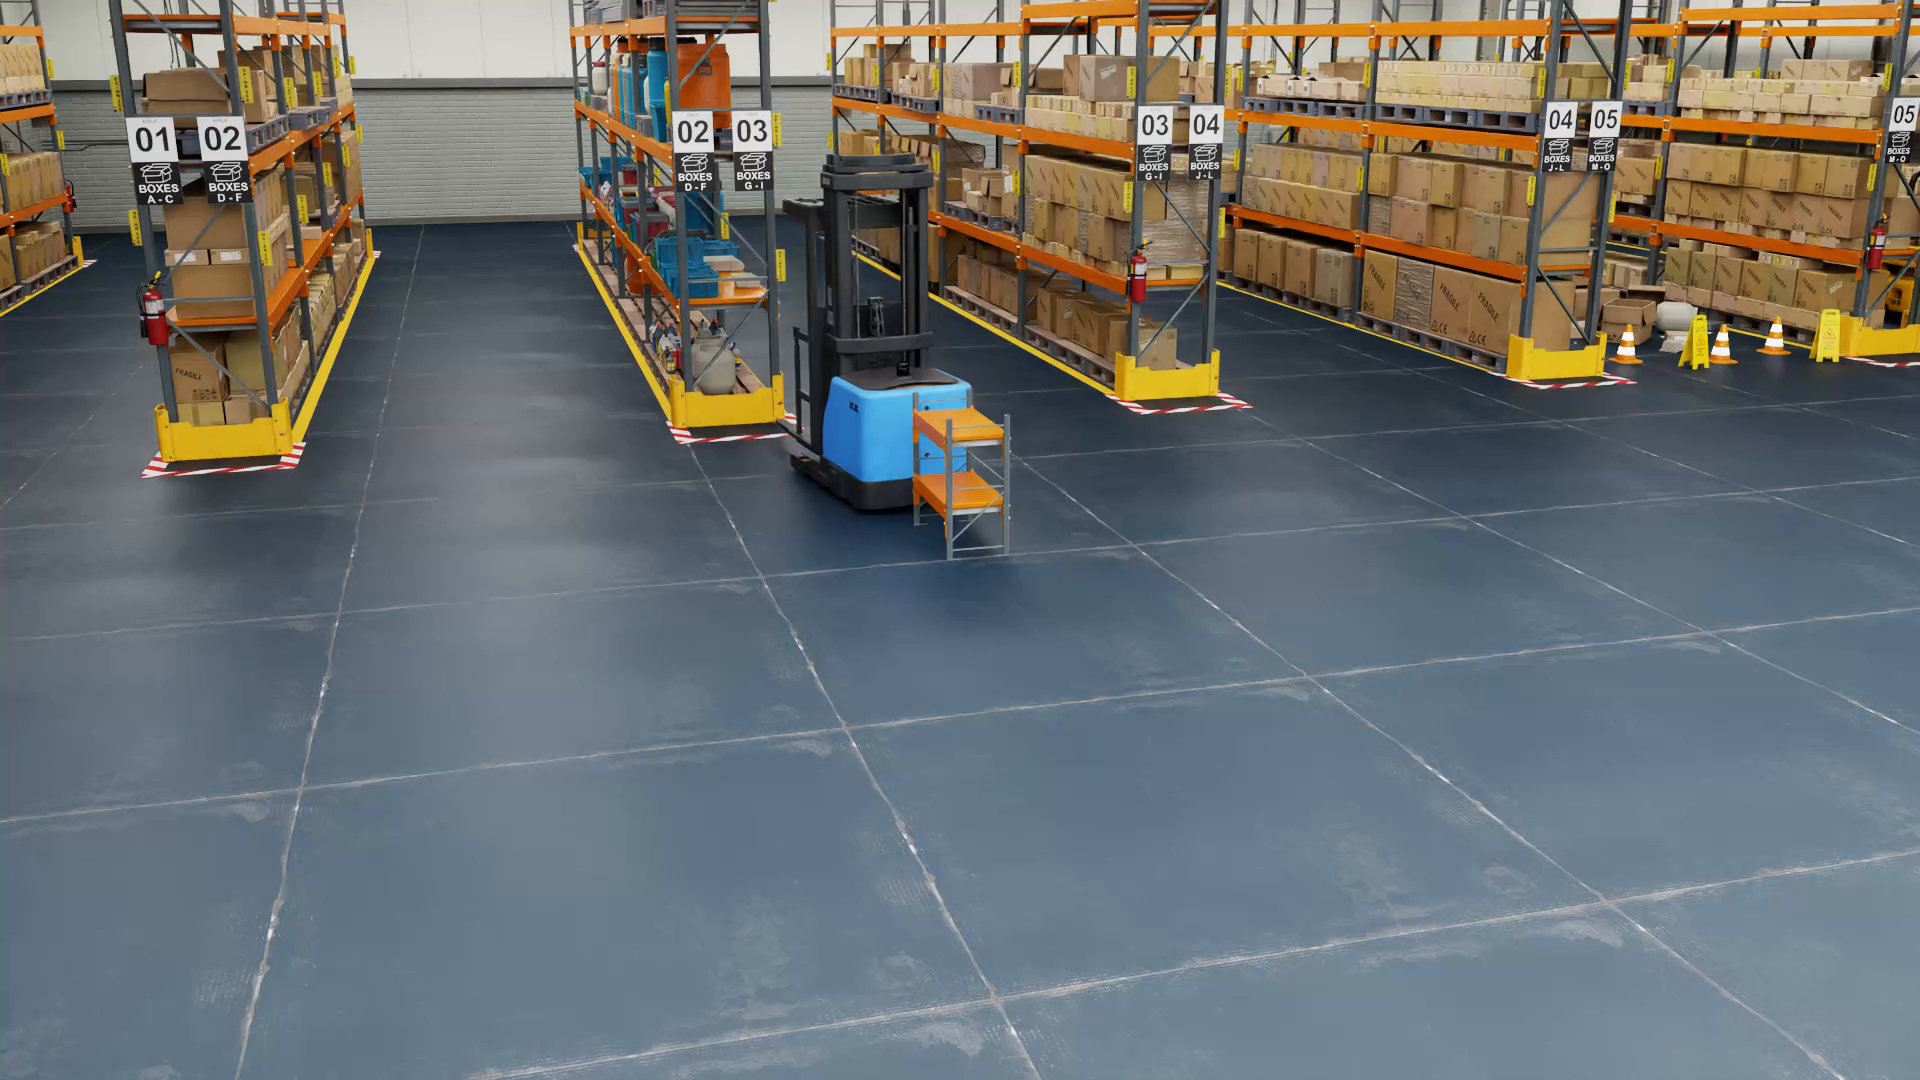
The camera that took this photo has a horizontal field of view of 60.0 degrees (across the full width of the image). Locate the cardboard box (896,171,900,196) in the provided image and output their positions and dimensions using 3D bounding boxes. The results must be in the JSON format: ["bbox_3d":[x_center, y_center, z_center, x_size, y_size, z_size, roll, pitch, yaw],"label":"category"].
[{"bbox_3d":[-0.766,-6.009,28.068,0.500,0.500,0.500,-5,17,-17],"label":"cardboard box"}]

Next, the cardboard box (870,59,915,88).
[{"bbox_3d":[-1.201,-8.330,29.679,0.700,0.500,0.500,-6,18,-19],"label":"cardboard box"}]

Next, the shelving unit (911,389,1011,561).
[{"bbox_3d":[-0.002,-0.541,13.296,0.538,1.125,1.048,-5,17,-15],"label":"shelving unit"}]

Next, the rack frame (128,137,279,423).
[{"bbox_3d":[-7.156,-2.284,15.841,1.000,3.000,0.127,-5,17,-15],"label":"rack frame"}]

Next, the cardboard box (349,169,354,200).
[{"bbox_3d":[-10.476,-5.955,27.888,0.500,0.500,0.500,-4,17,-14],"label":"cardboard box"}]

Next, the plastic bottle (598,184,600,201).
[{"bbox_3d":[-5.999,-5.803,27.758,0.061,0.283,0.133,-5,17,-15],"label":"plastic bottle"}]

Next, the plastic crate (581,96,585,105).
[{"bbox_3d":[-6.406,-7.626,28.869,0.293,0.136,0.466,-5,17,-15],"label":"plastic crate"}]

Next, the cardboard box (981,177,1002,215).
[{"bbox_3d":[0.706,-4.895,23.625,0.797,0.503,0.637,-3,17,-10],"label":"cardboard box"}]

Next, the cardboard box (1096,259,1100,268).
[{"bbox_3d":[1.824,-3.285,19.612,0.380,0.149,0.250,-5,17,-15],"label":"cardboard box"}]

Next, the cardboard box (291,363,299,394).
[{"bbox_3d":[-7.500,-1.749,18.110,0.500,0.250,0.500,-5,17,-15],"label":"cardboard box"}]

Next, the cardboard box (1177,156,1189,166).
[{"bbox_3d":[3.969,-6.538,28.676,0.380,0.149,0.250,-4,17,-14],"label":"cardboard box"}]

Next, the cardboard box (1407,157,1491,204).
[{"bbox_3d":[6.415,-4.718,21.806,0.875,0.550,0.550,-5,17,-15],"label":"cardboard box"}]

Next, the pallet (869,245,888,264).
[{"bbox_3d":[-1.062,-5.266,30.617,1.003,0.211,1.213,-5,17,-15],"label":"pallet"}]

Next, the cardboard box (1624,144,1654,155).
[{"bbox_3d":[10.612,-6.108,26.025,0.380,0.149,0.250,-4,17,-12],"label":"cardboard box"}]

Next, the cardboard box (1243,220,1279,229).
[{"bbox_3d":[5.012,-5.216,27.914,0.500,0.250,0.500,-6,18,-18],"label":"cardboard box"}]

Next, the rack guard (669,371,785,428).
[{"bbox_3d":[-2.458,-1.495,17.558,1.175,0.500,0.348,-5,17,-15],"label":"rack guard"}]

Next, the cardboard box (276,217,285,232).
[{"bbox_3d":[-7.834,-3.550,18.754,0.380,0.149,0.250,-5,17,-17],"label":"cardboard box"}]

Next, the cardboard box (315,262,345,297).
[{"bbox_3d":[-9.354,-3.803,24.479,0.500,0.500,0.500,-5,18,-17],"label":"cardboard box"}]

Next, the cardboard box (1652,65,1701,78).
[{"bbox_3d":[10.877,-7.092,25.294,0.500,0.250,0.500,-5,17,-16],"label":"cardboard box"}]

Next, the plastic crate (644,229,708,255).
[{"bbox_3d":[-3.470,-3.596,20.318,0.767,0.338,0.504,-5,17,-15],"label":"plastic crate"}]

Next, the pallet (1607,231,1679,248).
[{"bbox_3d":[13.632,-6.005,33.075,1.003,0.211,1.213,-5,17,-15],"label":"pallet"}]

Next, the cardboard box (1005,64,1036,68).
[{"bbox_3d":[0.816,-6.611,23.991,0.500,0.500,0.500,-4,17,-14],"label":"cardboard box"}]

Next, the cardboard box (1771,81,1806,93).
[{"bbox_3d":[11.068,-6.039,22.180,0.380,0.149,0.250,-4,17,-14],"label":"cardboard box"}]

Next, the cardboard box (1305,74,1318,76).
[{"bbox_3d":[5.544,-7.021,25.647,0.500,0.311,0.500,-5,17,-15],"label":"cardboard box"}]

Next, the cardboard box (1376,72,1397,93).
[{"bbox_3d":[5.933,-6.135,22.289,0.500,0.250,0.500,-5,17,-15],"label":"cardboard box"}]

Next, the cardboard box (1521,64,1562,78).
[{"bbox_3d":[6.748,-5.444,19.293,0.380,0.149,0.250,-5,17,-15],"label":"cardboard box"}]

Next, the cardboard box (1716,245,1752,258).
[{"bbox_3d":[10.898,-4.070,23.405,0.380,0.149,0.250,-4,17,-12],"label":"cardboard box"}]

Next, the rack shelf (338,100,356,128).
[{"bbox_3d":[-11.003,-7.248,28.405,1.077,0.370,4.000,-5,17,-15],"label":"rack shelf"}]

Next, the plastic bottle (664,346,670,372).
[{"bbox_3d":[-3.368,-2.088,19.147,0.061,0.283,0.133,-4,17,-14],"label":"plastic bottle"}]

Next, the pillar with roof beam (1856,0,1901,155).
[{"bbox_3d":[11.557,-8.699,26.770,9.100,9.000,0.400,-5,17,-15],"label":"pillar with roof beam"}]

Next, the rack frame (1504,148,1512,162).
[{"bbox_3d":[9.700,-6.062,28.420,1.000,3.000,0.127,-5,17,-15],"label":"rack frame"}]

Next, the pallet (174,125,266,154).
[{"bbox_3d":[-7.325,-3.876,16.080,1.003,0.211,1.213,-5,17,-15],"label":"pallet"}]

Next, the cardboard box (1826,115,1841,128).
[{"bbox_3d":[11.391,-5.385,21.387,0.380,0.149,0.250,-4,17,-14],"label":"cardboard box"}]

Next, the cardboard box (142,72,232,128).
[{"bbox_3d":[-7.310,-4.197,15.844,0.797,0.503,0.637,-3,17,-11],"label":"cardboard box"}]

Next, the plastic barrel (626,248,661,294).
[{"bbox_3d":[-4.742,-4.183,25.206,0.600,0.830,0.708,-5,17,-15],"label":"plastic barrel"}]

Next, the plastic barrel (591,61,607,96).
[{"bbox_3d":[-5.786,-7.531,27.129,0.433,0.535,0.433,0,17,0],"label":"plastic barrel"}]

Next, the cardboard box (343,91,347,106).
[{"bbox_3d":[-10.760,-7.537,28.376,0.500,0.250,0.500,-5,17,-15],"label":"cardboard box"}]

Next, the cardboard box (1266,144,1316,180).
[{"bbox_3d":[5.222,-5.905,25.984,0.700,0.500,0.500,-5,17,-16],"label":"cardboard box"}]

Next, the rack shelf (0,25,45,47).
[{"bbox_3d":[-15.765,-8.101,26.724,1.077,0.370,4.000,-5,17,-15],"label":"rack shelf"}]

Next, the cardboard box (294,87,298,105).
[{"bbox_3d":[-9.176,-5.941,22.334,0.500,0.250,0.500,-6,18,-19],"label":"cardboard box"}]

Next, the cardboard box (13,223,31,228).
[{"bbox_3d":[-16.113,-5.324,28.451,0.380,0.149,0.250,-5,17,-15],"label":"cardboard box"}]

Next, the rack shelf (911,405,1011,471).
[{"bbox_3d":[-0.002,-0.821,13.212,0.538,0.278,1.000,-5,17,-15],"label":"rack shelf"}]

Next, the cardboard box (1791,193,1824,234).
[{"bbox_3d":[11.351,-4.307,21.886,0.500,0.500,0.500,-5,17,-15],"label":"cardboard box"}]

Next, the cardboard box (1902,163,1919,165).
[{"bbox_3d":[15.499,-6.039,27.040,0.380,0.149,0.250,-5,17,-16],"label":"cardboard box"}]

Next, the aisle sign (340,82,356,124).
[{"bbox_3d":[-11.277,-7.998,30.344,0.394,0.787,0.004,-5,17,-15],"label":"aisle sign"}]

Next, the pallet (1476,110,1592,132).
[{"bbox_3d":[6.953,-5.029,19.919,1.003,0.211,1.213,-5,17,-15],"label":"pallet"}]

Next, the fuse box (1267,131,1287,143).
[{"bbox_3d":[7.989,-9.342,41.577,0.539,1.711,0.414,-5,17,-15],"label":"fuse box"}]

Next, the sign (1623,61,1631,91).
[{"bbox_3d":[7.702,-5.365,19.229,0.100,0.325,0.005,-5,17,-15],"label":"sign"}]

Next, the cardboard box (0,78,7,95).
[{"bbox_3d":[-15.152,-7.036,25.805,0.500,0.250,0.500,-5,17,-15],"label":"cardboard box"}]

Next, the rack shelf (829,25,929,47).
[{"bbox_3d":[-1.477,-9.276,30.635,1.077,0.370,4.000,-5,17,-15],"label":"rack shelf"}]

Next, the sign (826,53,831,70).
[{"bbox_3d":[-2.562,-9.343,32.469,0.100,0.325,0.005,-5,17,-15],"label":"sign"}]

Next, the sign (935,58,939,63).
[{"bbox_3d":[-0.409,-8.266,29.096,0.100,0.325,0.005,-5,17,-15],"label":"sign"}]

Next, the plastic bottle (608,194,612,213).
[{"bbox_3d":[-5.426,-5.226,25.838,0.061,0.283,0.133,-5,17,-15],"label":"plastic bottle"}]

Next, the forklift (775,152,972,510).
[{"bbox_3d":[-0.938,-2.038,15.143,1.130,2.935,3.031,-7,18,-23],"label":"forklift"}]

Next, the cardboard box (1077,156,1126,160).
[{"bbox_3d":[1.798,-4.601,21.125,0.500,0.500,0.500,-5,17,-15],"label":"cardboard box"}]
